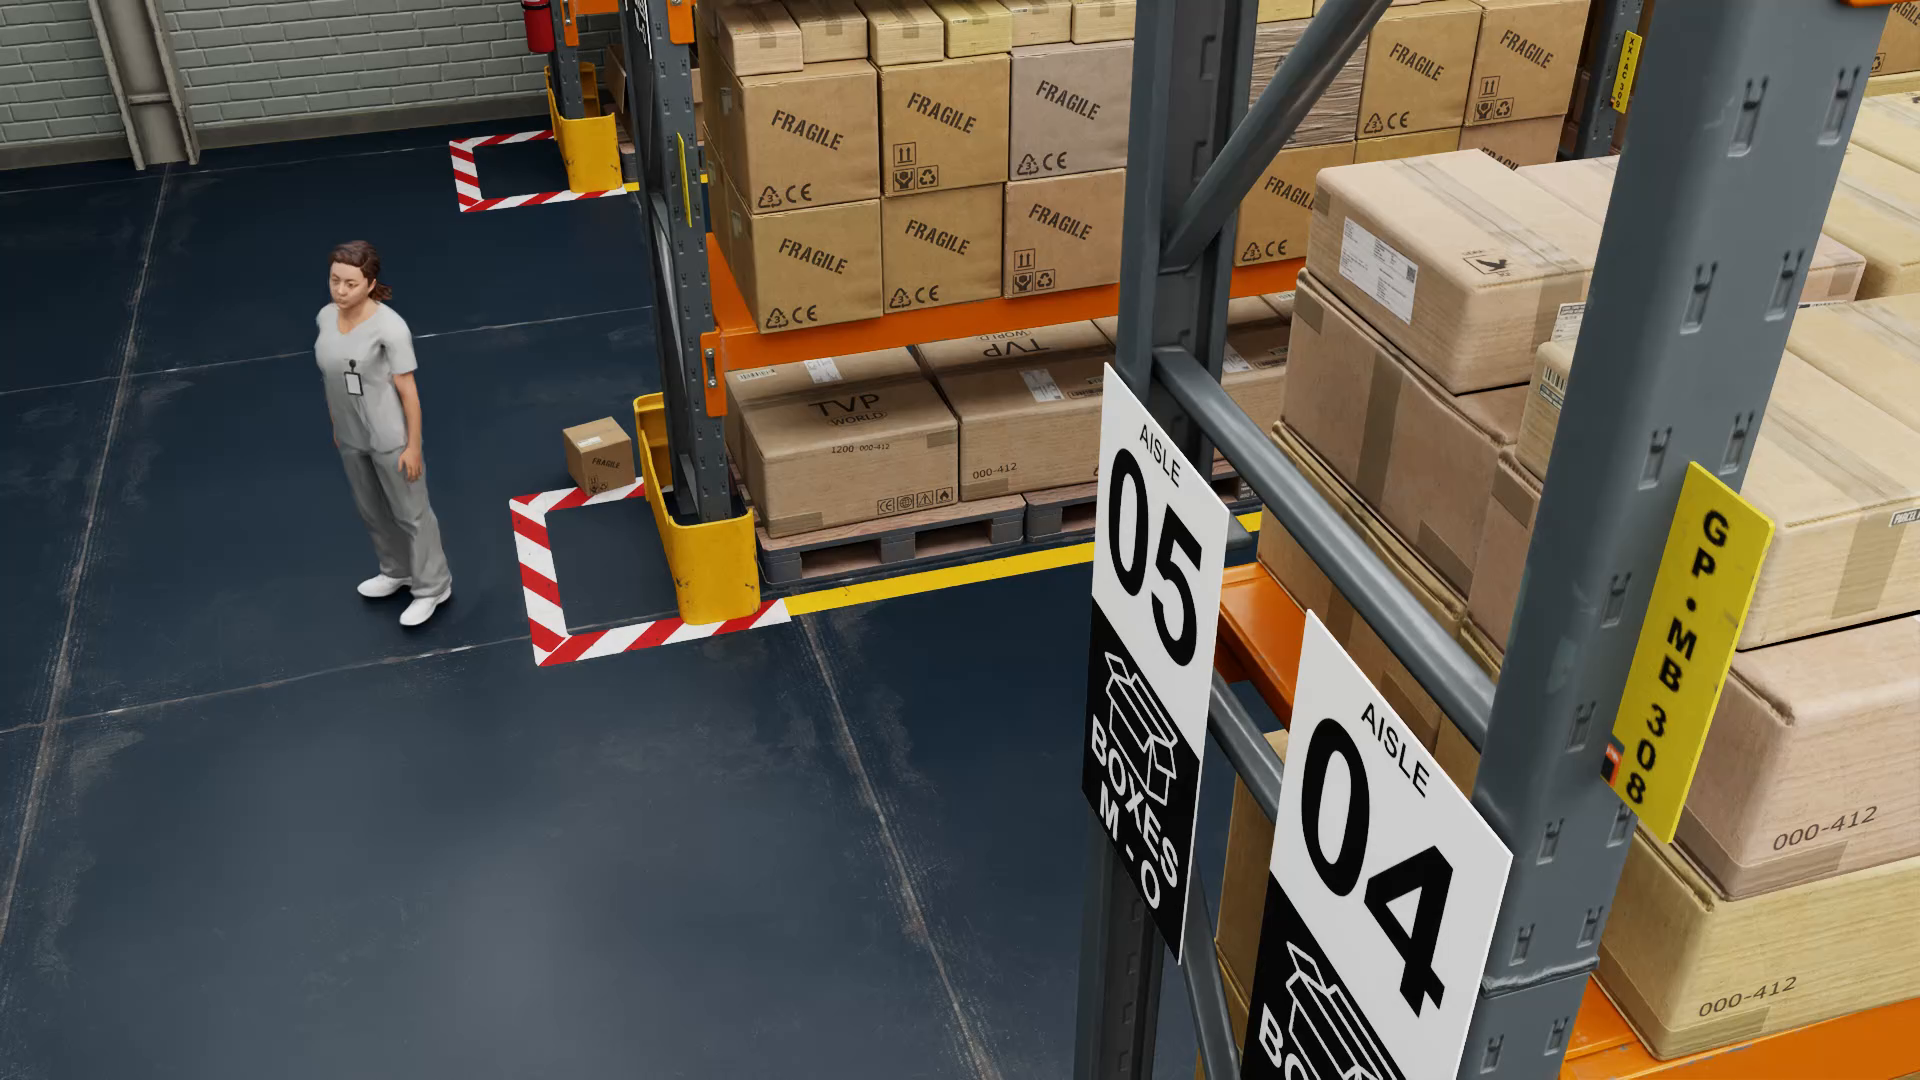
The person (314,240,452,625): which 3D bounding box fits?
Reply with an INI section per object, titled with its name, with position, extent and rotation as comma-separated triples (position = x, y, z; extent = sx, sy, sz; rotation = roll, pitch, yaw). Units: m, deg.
[person]
position = -2.368, -0.427, 6.758
extent = 0.489, 1.672, 0.373
rotation = 15, 37, 21
